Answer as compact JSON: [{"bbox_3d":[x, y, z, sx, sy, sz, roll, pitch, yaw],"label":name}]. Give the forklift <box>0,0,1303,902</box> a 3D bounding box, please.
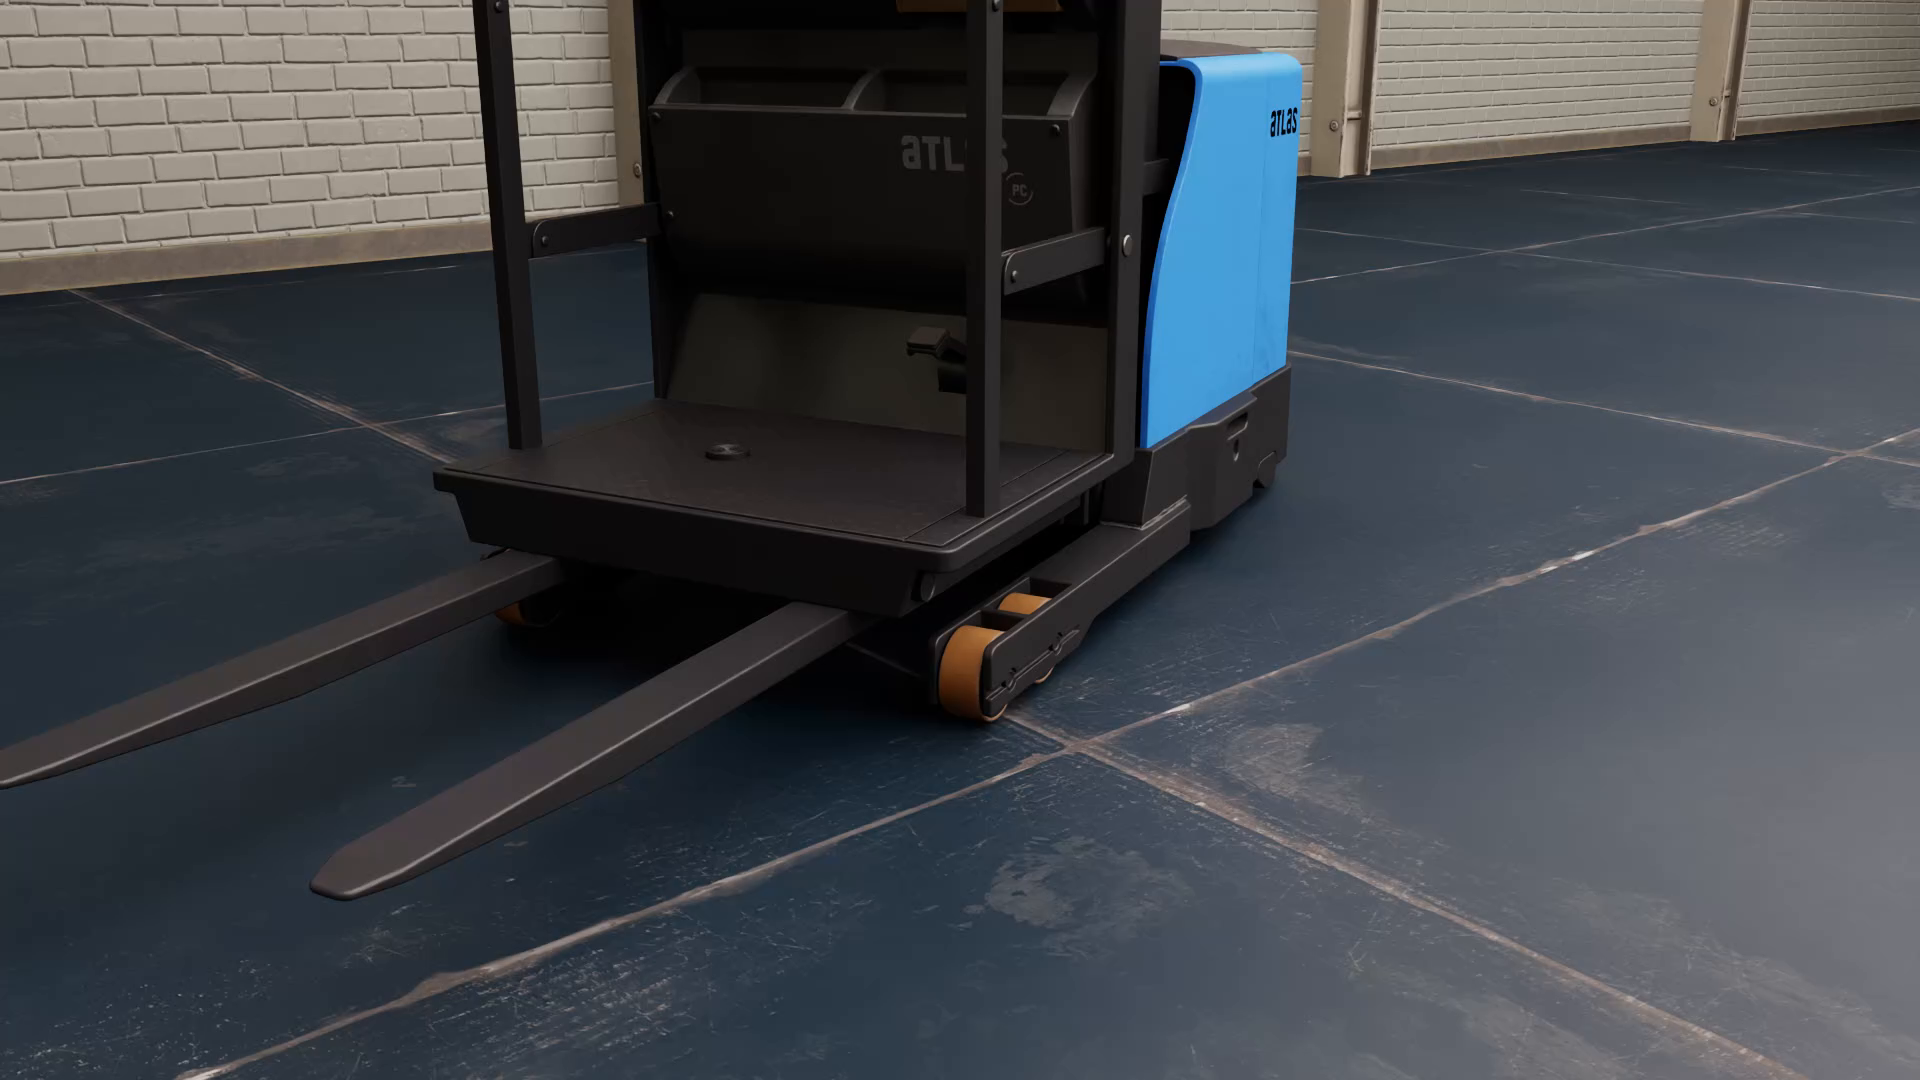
[{"bbox_3d":[-0.280,-1.237,2.895,1.130,2.935,3.031,9,19,26],"label":"forklift"}]
